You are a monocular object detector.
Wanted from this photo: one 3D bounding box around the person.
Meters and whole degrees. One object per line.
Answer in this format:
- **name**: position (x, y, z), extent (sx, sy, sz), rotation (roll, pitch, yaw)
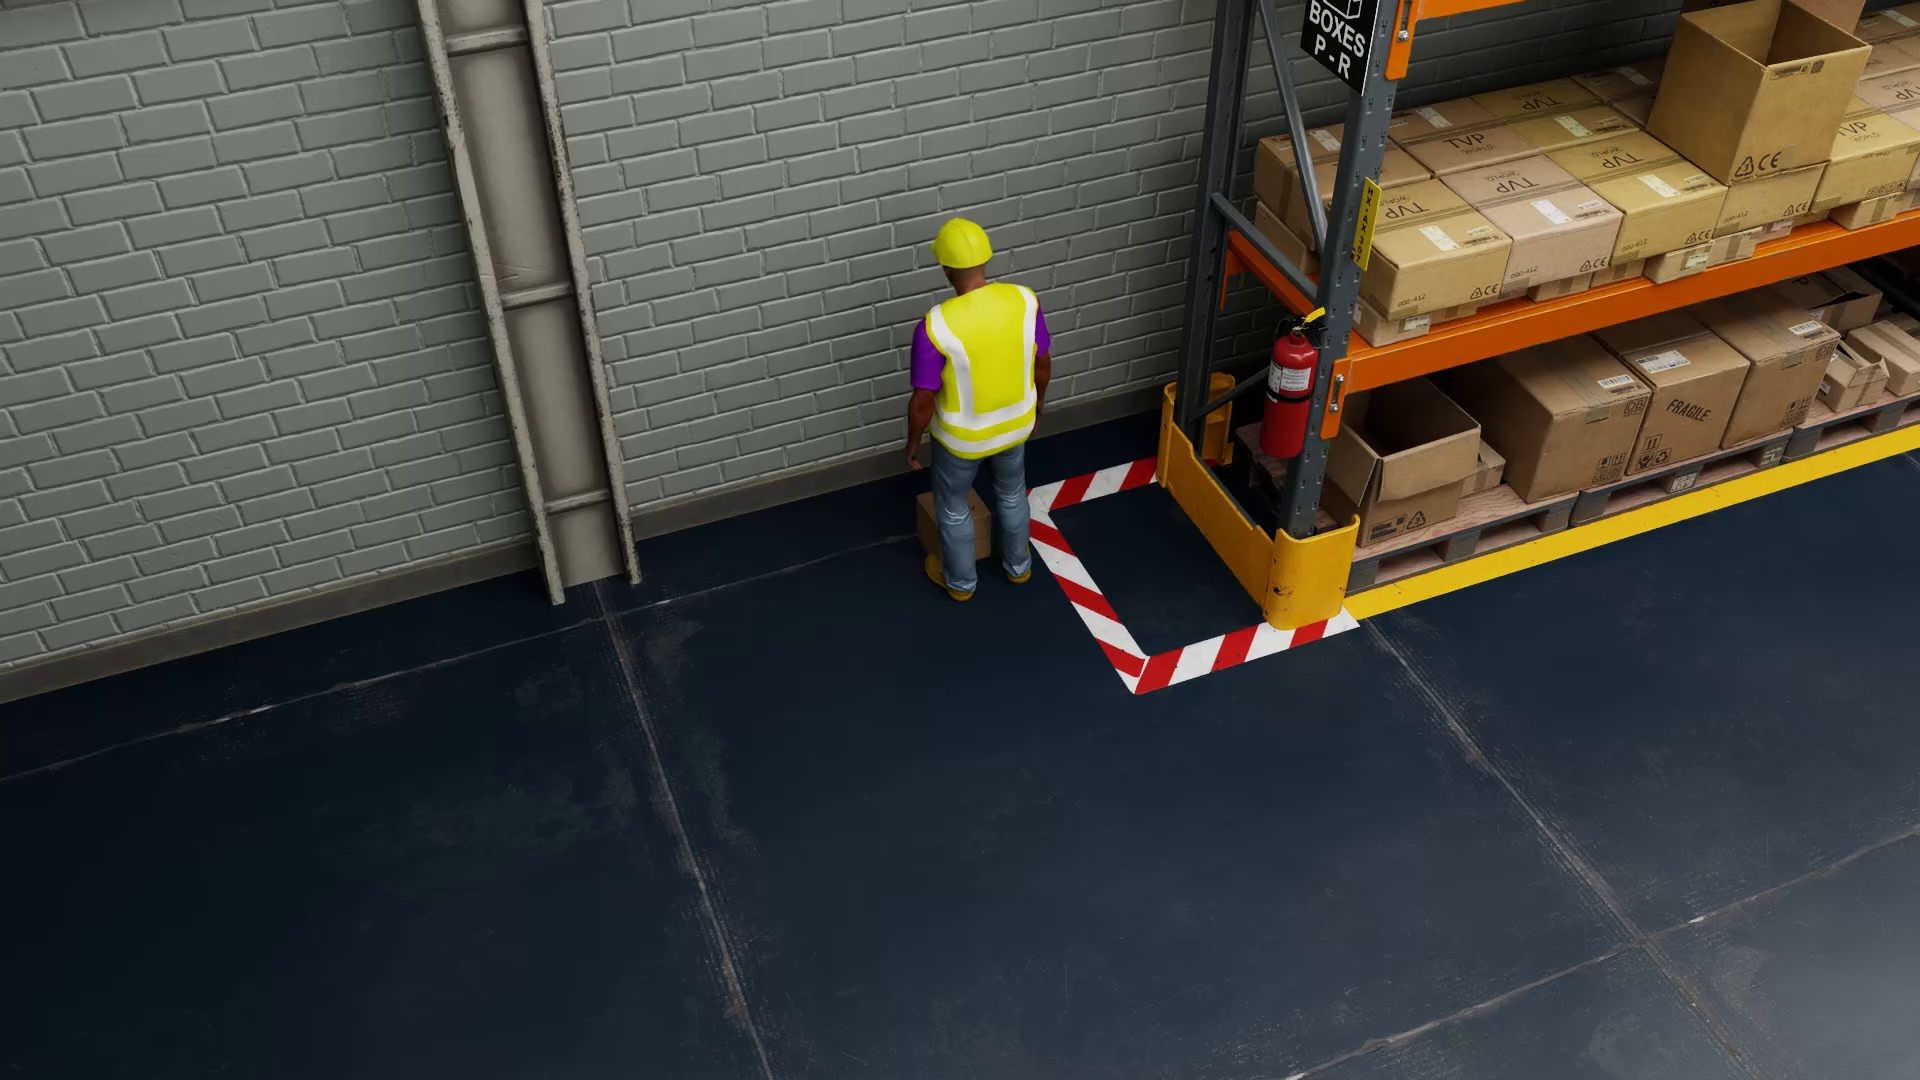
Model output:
- **person**: position (0.079, -0.494, 6.704), extent (0.630, 1.760, 0.458), rotation (-17, 44, -19)
